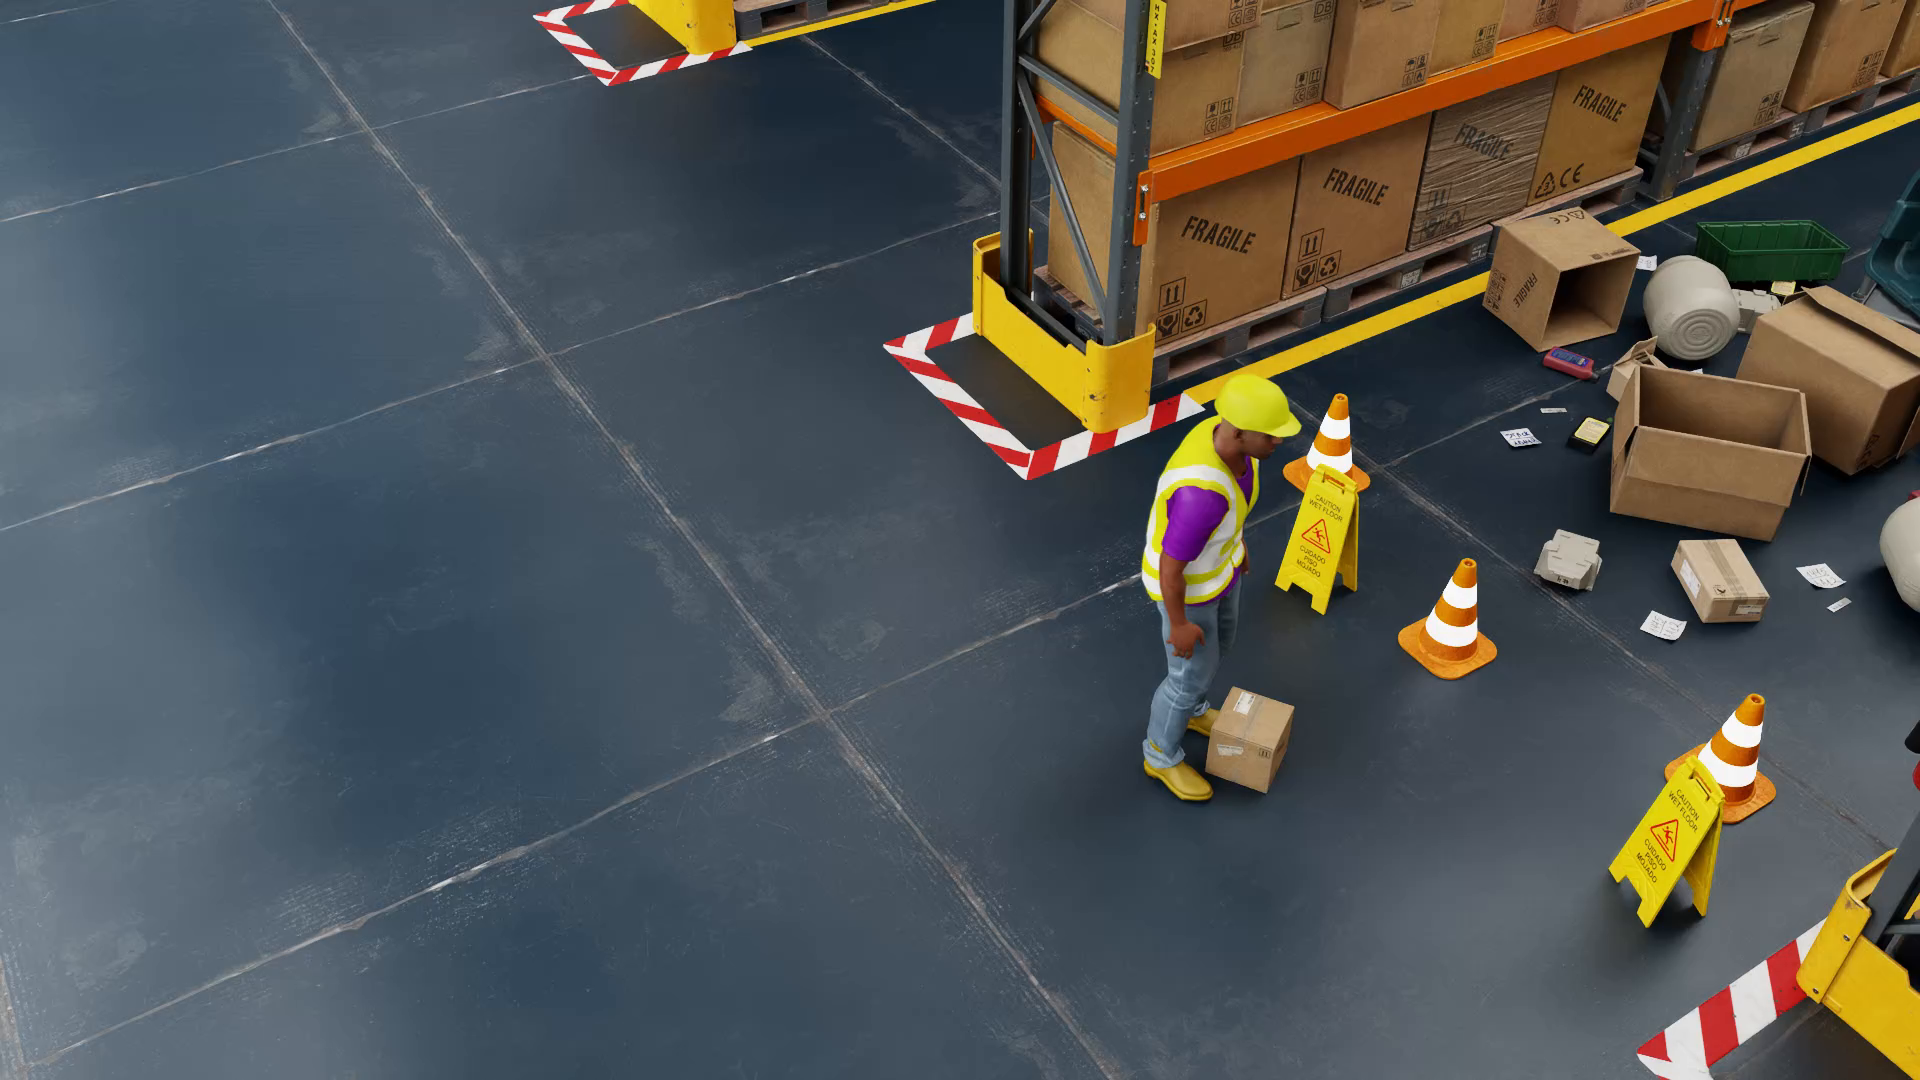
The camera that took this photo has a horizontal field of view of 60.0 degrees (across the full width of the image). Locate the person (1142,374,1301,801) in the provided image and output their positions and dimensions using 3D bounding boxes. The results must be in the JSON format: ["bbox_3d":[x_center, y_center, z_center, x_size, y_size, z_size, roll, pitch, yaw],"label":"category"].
[{"bbox_3d":[0.895,0.142,5.978,0.461,1.760,0.626,19,44,20],"label":"person"}]
